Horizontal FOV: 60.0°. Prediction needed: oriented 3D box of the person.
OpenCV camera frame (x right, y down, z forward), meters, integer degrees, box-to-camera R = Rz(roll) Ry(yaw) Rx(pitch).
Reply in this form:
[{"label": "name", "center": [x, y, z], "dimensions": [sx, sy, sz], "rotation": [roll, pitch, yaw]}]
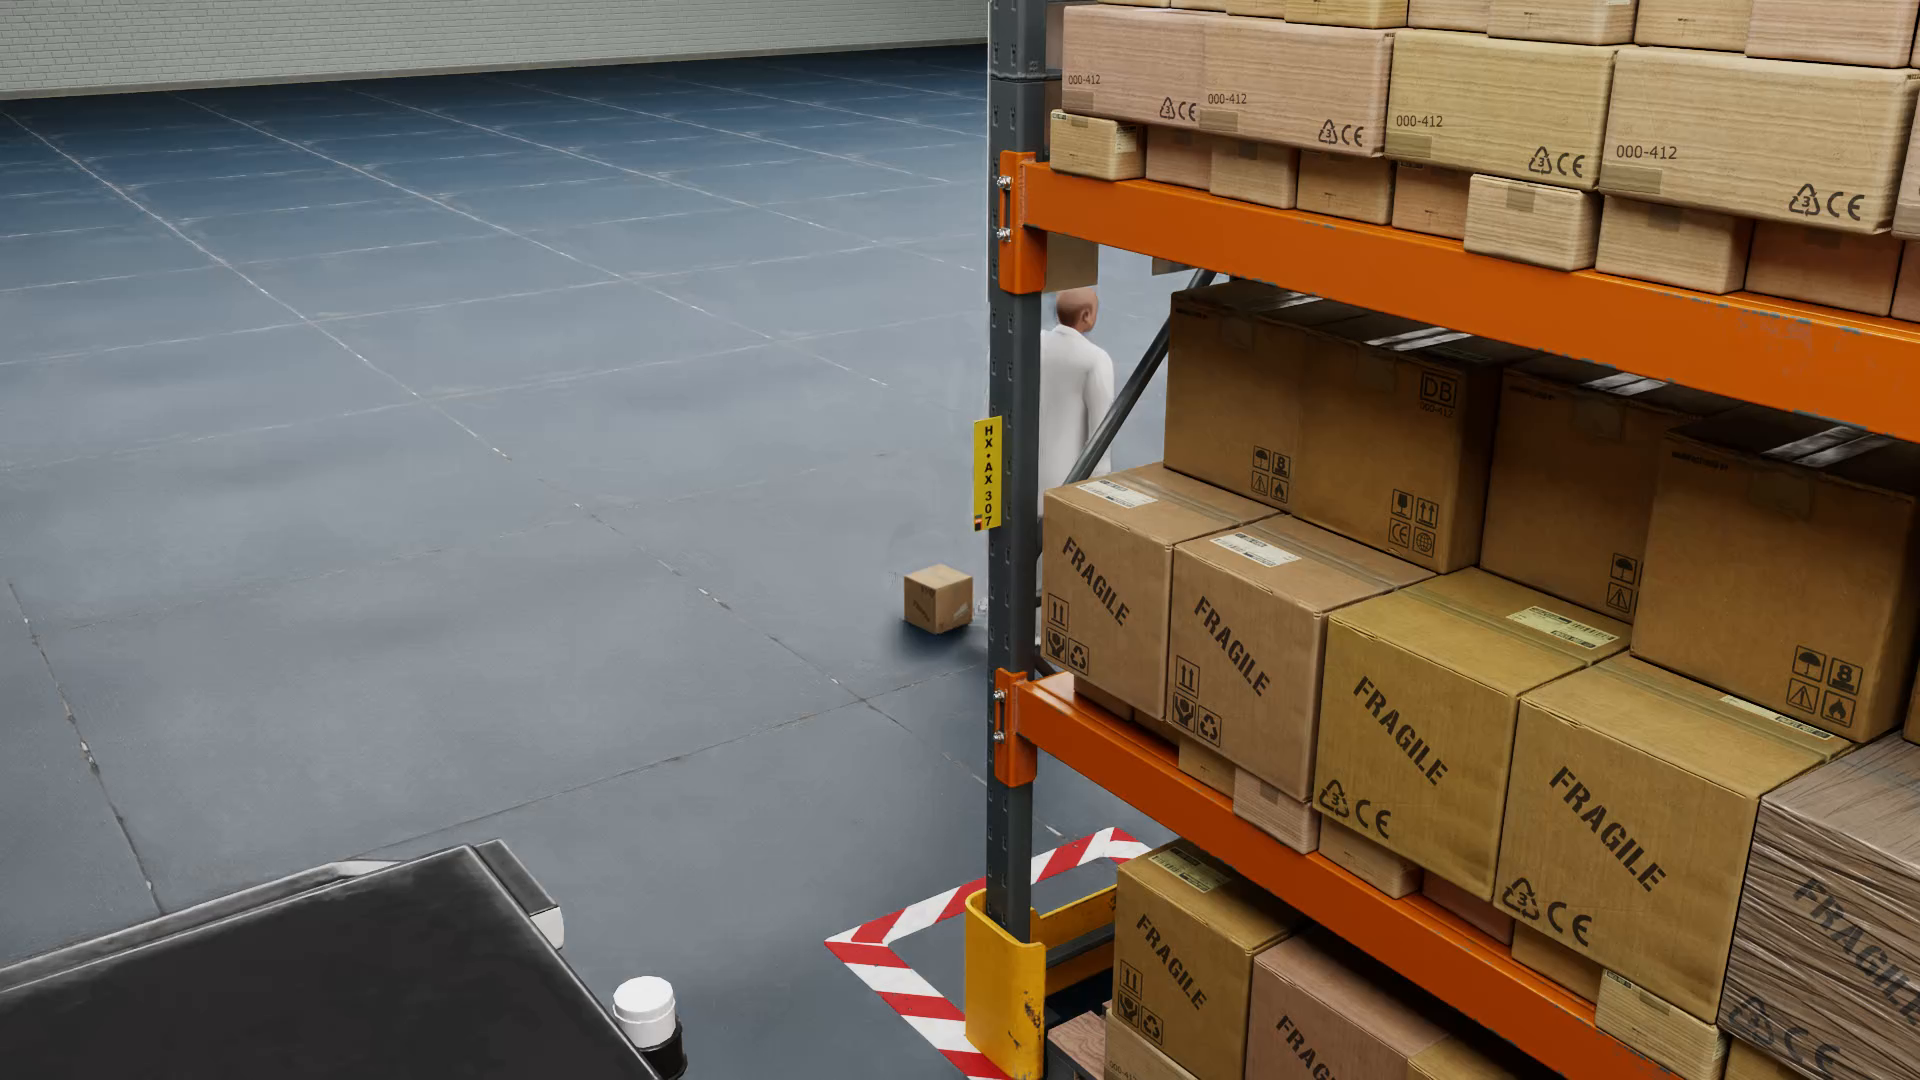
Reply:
[{"label": "person", "center": [0.444, -0.301, 8.008], "dimensions": [0.625, 1.661, 0.554], "rotation": [17, 27, 37]}]
